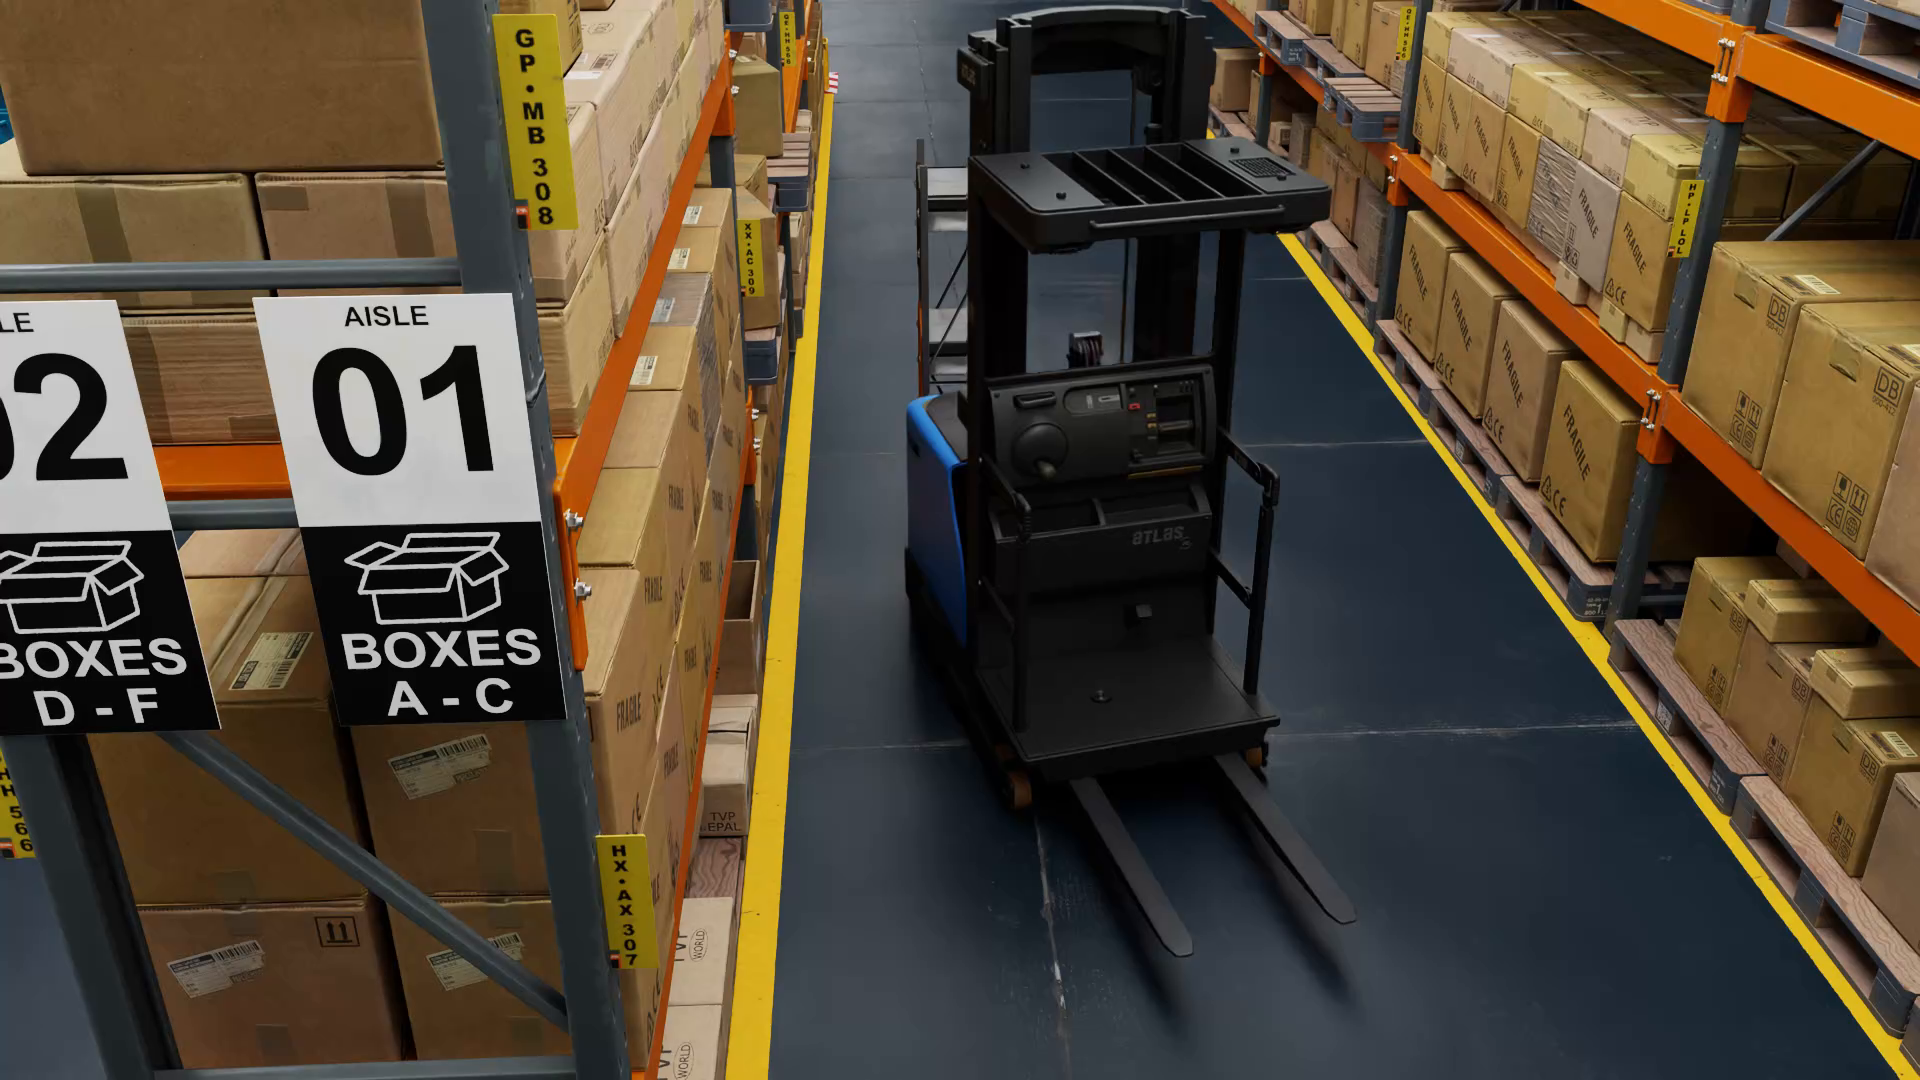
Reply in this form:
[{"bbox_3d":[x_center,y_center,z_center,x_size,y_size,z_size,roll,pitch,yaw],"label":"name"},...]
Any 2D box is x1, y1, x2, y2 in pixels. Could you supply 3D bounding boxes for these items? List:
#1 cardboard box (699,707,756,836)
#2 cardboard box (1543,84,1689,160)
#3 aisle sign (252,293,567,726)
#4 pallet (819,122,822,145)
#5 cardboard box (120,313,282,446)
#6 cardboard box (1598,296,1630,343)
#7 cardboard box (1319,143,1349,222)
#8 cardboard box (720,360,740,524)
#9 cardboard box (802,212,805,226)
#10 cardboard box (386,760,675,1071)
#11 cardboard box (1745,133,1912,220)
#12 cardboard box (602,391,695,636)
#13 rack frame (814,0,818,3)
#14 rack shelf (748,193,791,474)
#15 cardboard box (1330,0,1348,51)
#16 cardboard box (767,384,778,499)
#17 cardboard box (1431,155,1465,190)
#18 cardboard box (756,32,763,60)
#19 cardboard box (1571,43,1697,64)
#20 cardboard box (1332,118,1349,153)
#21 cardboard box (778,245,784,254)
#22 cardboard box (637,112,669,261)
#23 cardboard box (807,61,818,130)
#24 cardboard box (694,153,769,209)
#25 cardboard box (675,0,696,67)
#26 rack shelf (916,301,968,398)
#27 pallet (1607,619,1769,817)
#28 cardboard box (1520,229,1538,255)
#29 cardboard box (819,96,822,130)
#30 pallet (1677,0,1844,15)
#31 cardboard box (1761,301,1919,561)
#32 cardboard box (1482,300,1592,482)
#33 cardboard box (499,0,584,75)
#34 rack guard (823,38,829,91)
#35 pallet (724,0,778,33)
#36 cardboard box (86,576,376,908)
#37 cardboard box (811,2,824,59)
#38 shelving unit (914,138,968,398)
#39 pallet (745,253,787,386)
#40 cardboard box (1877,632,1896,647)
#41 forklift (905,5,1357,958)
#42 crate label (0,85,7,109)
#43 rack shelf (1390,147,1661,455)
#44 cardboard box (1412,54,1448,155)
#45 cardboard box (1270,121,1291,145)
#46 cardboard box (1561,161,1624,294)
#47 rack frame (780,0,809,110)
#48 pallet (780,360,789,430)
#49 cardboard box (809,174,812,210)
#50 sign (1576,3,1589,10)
[{"bbox_3d":[-1.045,0.853,6.302,0.500,0.311,0.500,-1,28,-3],"label":"cardboard box"},{"bbox_3d":[3.226,-2.067,8.207,0.500,0.250,0.500,-1,28,-2],"label":"cardboard box"},{"bbox_3d":[-0.891,-0.028,2.748,0.394,0.787,0.004,-1,28,-3],"label":"aisle sign"},{"bbox_3d":[-1.881,-4.138,16.455,1.003,0.211,1.213,-1,28,-3],"label":"pallet"},{"bbox_3d":[-1.478,-0.394,3.180,0.500,0.250,0.500,-1,28,-3],"label":"cardboard box"},{"bbox_3d":[3.213,-1.031,7.732,0.380,0.149,0.250,-1,28,-2],"label":"cardboard box"},{"bbox_3d":[3.251,-2.836,13.170,0.700,0.500,0.500,-1,28,-2],"label":"cardboard box"},{"bbox_3d":[-1.086,-0.328,6.027,0.500,0.500,0.500,-1,28,-1],"label":"cardboard box"},{"bbox_3d":[-1.400,-2.536,12.282,0.500,0.311,0.500,-2,28,-4],"label":"cardboard box"},{"bbox_3d":[-0.948,0.845,3.778,0.500,0.500,0.500,-1,28,-2],"label":"cardboard box"},{"bbox_3d":[3.786,-1.604,7.320,0.500,0.250,0.500,-1,28,-1],"label":"cardboard box"},{"bbox_3d":[-1.004,-0.071,4.452,0.500,0.500,0.500,-1,28,-2],"label":"cardboard box"},{"bbox_3d":[-2.023,-6.288,17.563,1.000,3.000,0.127,-1,28,-3],"label":"rack frame"},{"bbox_3d":[-1.501,-1.351,8.875,1.077,0.370,4.000,-1,28,-3],"label":"rack shelf"},{"bbox_3d":[3.212,-4.004,12.600,0.700,0.500,0.500,2,28,4],"label":"cardboard box"},{"bbox_3d":[-1.236,-0.540,8.768,0.500,0.500,0.500,-1,28,-2],"label":"cardboard box"},{"bbox_3d":[3.061,-2.214,10.001,0.380,0.149,0.250,-1,28,-1],"label":"cardboard box"},{"bbox_3d":[-1.737,-3.656,12.407,0.500,0.500,0.500,-1,28,-3],"label":"cardboard box"},{"bbox_3d":[3.671,-2.553,9.140,0.500,0.250,0.500,-2,28,-4],"label":"cardboard box"},{"bbox_3d":[3.245,-3.199,13.056,0.500,0.250,0.500,-2,28,-4],"label":"cardboard box"},{"bbox_3d":[-1.315,-1.561,9.915,0.500,0.250,0.500,0,28,-1],"label":"cardboard box"},{"bbox_3d":[-1.002,-0.868,4.090,0.500,0.250,0.500,-1,28,-3],"label":"cardboard box"},{"bbox_3d":[-1.526,-3.962,14.812,0.500,0.500,0.500,-1,28,-3],"label":"cardboard box"},{"bbox_3d":[-1.297,-1.517,7.853,0.700,0.500,0.500,3,28,5],"label":"cardboard box"},{"bbox_3d":[-1.054,-1.552,4.859,0.500,0.250,0.500,-1,28,-3],"label":"cardboard box"},{"bbox_3d":[0.009,-0.842,8.124,0.431,0.518,0.480,-1,28,-3],"label":"rack shelf"},{"bbox_3d":[3.512,0.722,7.138,1.003,0.211,1.213,-1,28,-3],"label":"pallet"},{"bbox_3d":[3.225,-1.625,8.873,0.380,0.149,0.250,-1,28,-1],"label":"cardboard box"},{"bbox_3d":[-1.578,-4.092,15.871,0.500,0.250,0.500,-1,28,-3],"label":"cardboard box"},{"bbox_3d":[3.453,-2.535,7.330,0.805,0.209,1.217,-2,28,-5],"label":"pallet"},{"bbox_3d":[3.595,-0.413,5.973,0.980,0.700,0.700,-2,28,-4],"label":"cardboard box"},{"bbox_3d":[3.337,-0.808,8.927,0.750,0.750,0.750,-1,28,-1],"label":"cardboard box"},{"bbox_3d":[-1.173,-1.187,3.349,0.700,0.500,0.500,-1,28,-3],"label":"cardboard box"},{"bbox_3d":[-2.025,-5.191,18.162,1.175,0.500,0.348,-1,28,-3],"label":"rack guard"},{"bbox_3d":[-1.361,-2.296,6.868,1.213,0.211,1.003,-1,28,-3],"label":"pallet"},{"bbox_3d":[-1.486,0.414,3.523,0.500,0.500,0.500,-2,28,-3],"label":"cardboard box"},{"bbox_3d":[-1.698,-5.347,17.467,0.500,0.500,0.500,-1,28,-3],"label":"cardboard box"},{"bbox_3d":[0.009,-0.855,8.118,0.431,2.100,0.503,-1,28,-3],"label":"shelving unit"},{"bbox_3d":[-1.330,-1.033,7.695,1.003,0.211,1.213,-1,28,-3],"label":"pallet"},{"bbox_3d":[3.721,0.408,6.272,0.380,0.149,0.250,-2,28,-4],"label":"cardboard box"},{"bbox_3d":[0.633,-0.417,6.379,1.130,2.935,3.031,-8,28,-14],"label":"forklift"},{"bbox_3d":[-6.334,-2.957,11.138,0.502,0.435,0.616,-1,28,-3],"label":"crate label"},{"bbox_3d":[3.446,-1.473,9.108,1.077,0.370,4.000,-1,28,-3],"label":"rack shelf"},{"bbox_3d":[3.111,-2.670,10.174,0.500,0.500,0.500,-1,28,-1],"label":"cardboard box"},{"bbox_3d":[3.074,-3.748,15.280,0.380,0.166,0.250,-5,28,-9],"label":"cardboard box"},{"bbox_3d":[3.238,-1.495,7.922,0.500,0.500,0.500,-1,28,-2],"label":"cardboard box"},{"bbox_3d":[-1.815,-4.441,14.021,1.000,3.000,0.127,-1,28,-3],"label":"rack frame"},{"bbox_3d":[-1.604,-1.012,10.462,1.003,0.211,1.213,-1,28,-3],"label":"pallet"},{"bbox_3d":[-1.452,-2.754,13.305,0.500,0.250,0.500,-1,28,-2],"label":"cardboard box"},{"bbox_3d":[3.895,-3.243,10.473,0.100,0.325,0.005,-1,28,-3],"label":"sign"}]
